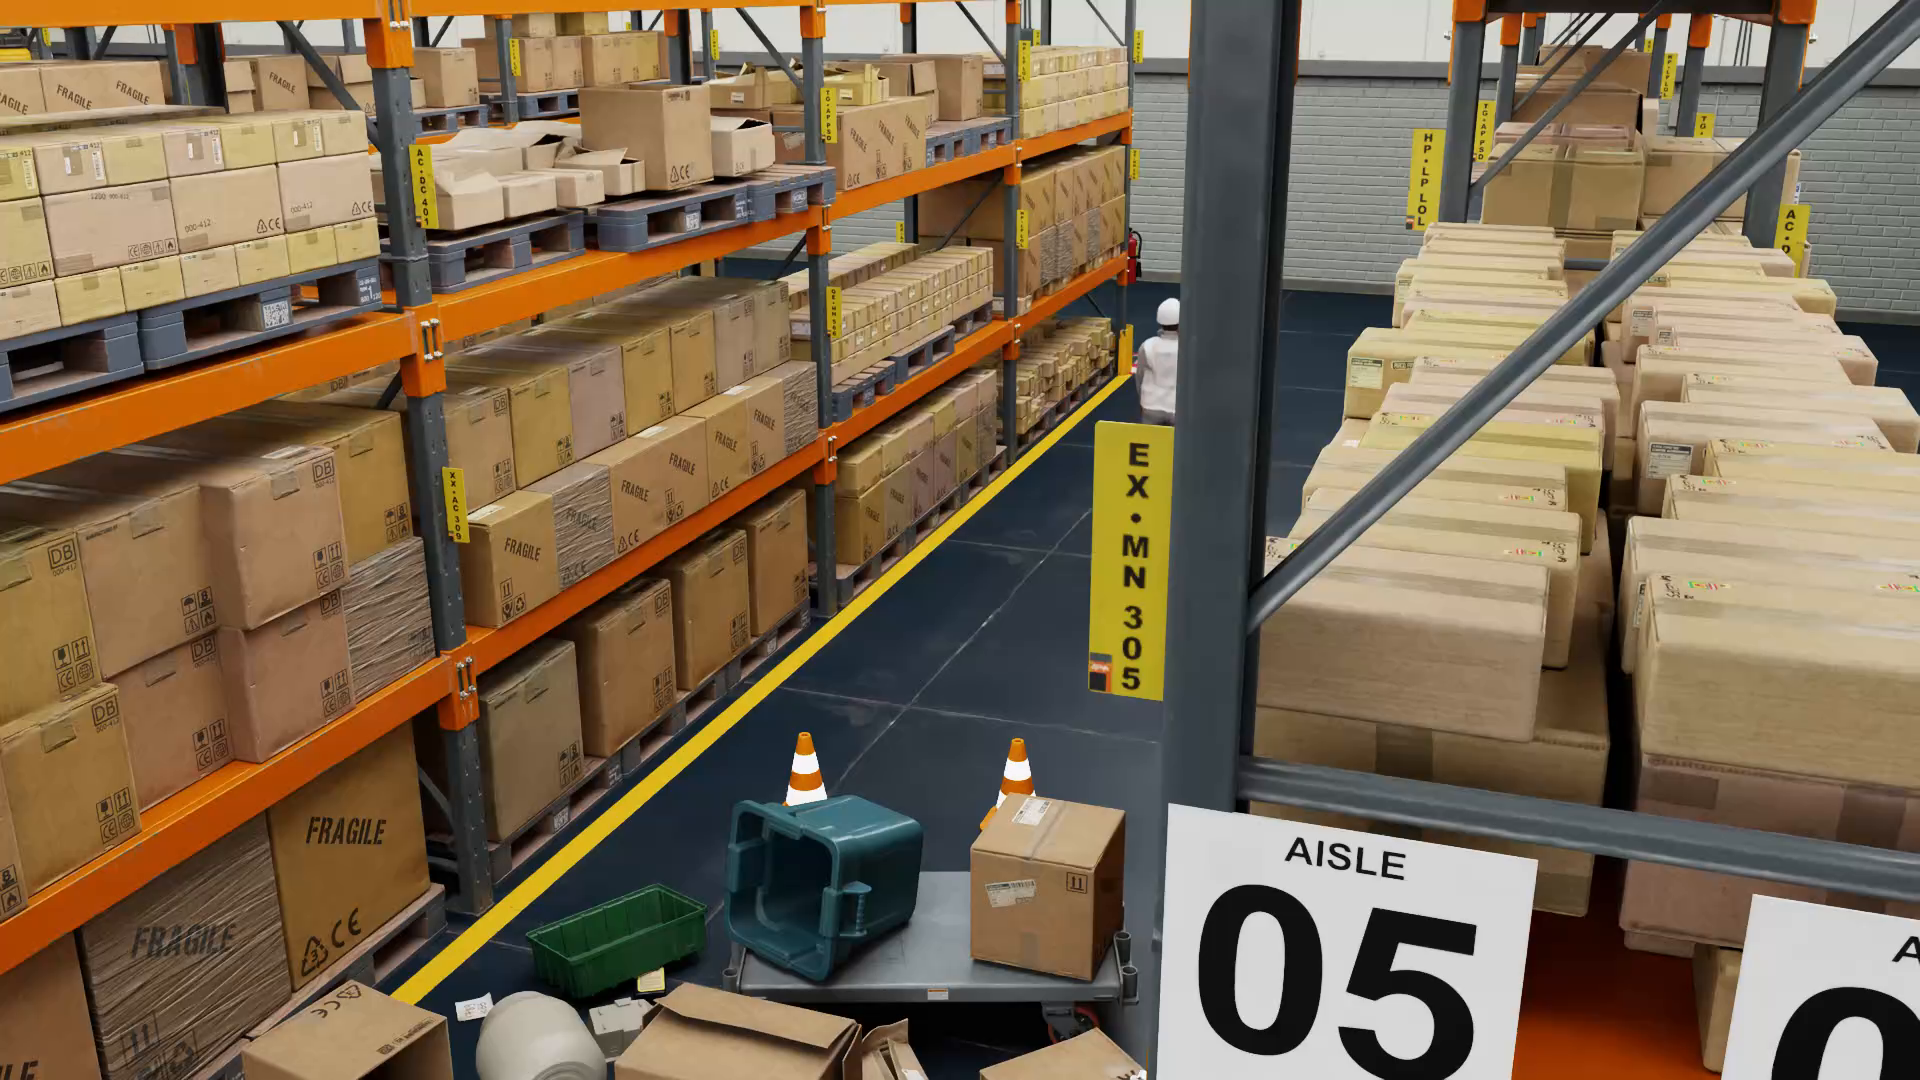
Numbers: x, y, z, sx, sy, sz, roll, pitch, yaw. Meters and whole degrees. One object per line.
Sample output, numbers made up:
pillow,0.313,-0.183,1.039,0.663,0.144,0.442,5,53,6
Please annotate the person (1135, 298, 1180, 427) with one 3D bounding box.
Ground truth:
person,1.652,-1.033,13.120,0.545,1.800,0.758,4,19,12
